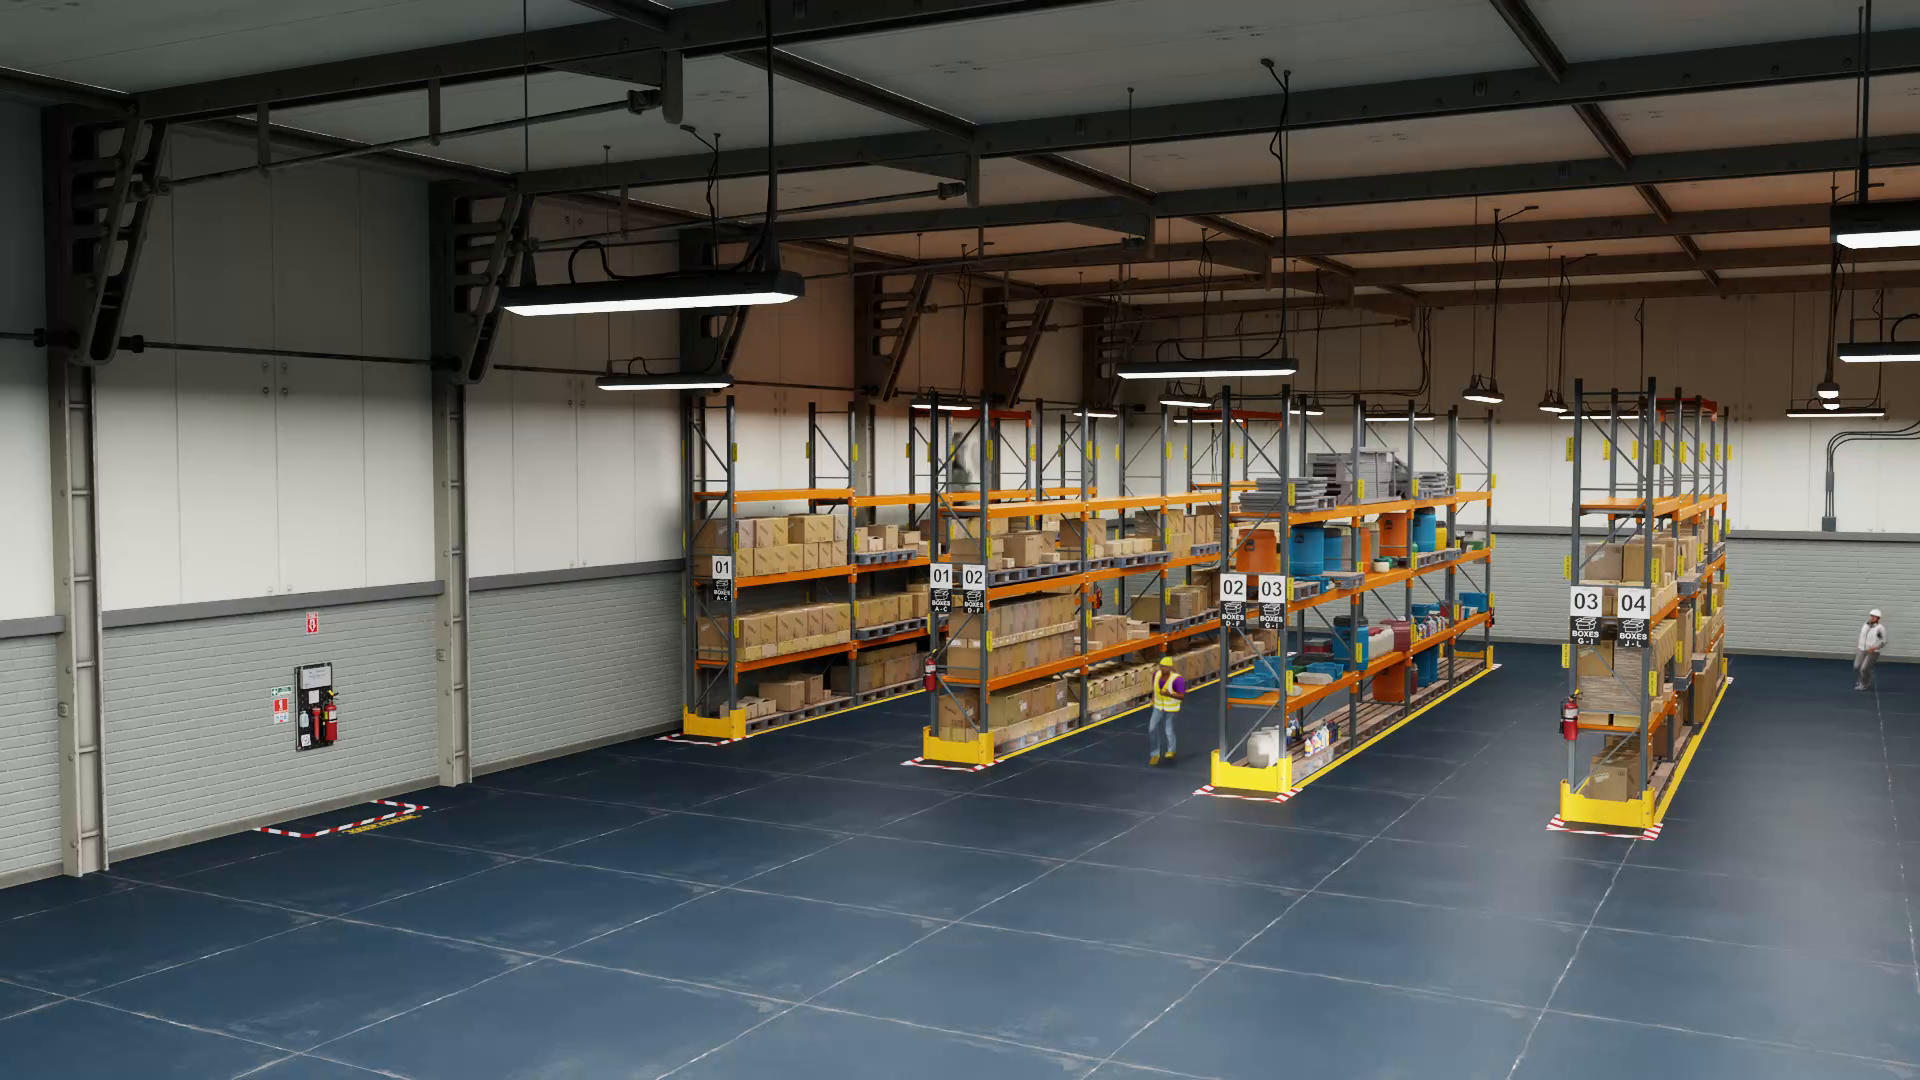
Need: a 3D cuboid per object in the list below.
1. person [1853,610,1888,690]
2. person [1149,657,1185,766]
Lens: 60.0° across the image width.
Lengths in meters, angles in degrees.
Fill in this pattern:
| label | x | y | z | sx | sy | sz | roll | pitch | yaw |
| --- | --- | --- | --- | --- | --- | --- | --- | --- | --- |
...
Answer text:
| label | x | y | z | sx | sy | sz | roll | pitch | yaw |
| --- | --- | --- | --- | --- | --- | --- | --- | --- | --- |
| person | 19.083 | 2.309 | 34.875 | 0.548 | 1.717 | 0.713 | -2 | 4 | -31 |
| person | 3.336 | 2.762 | 26.682 | 0.691 | 1.818 | 0.825 | 2 | 3 | 30 |
